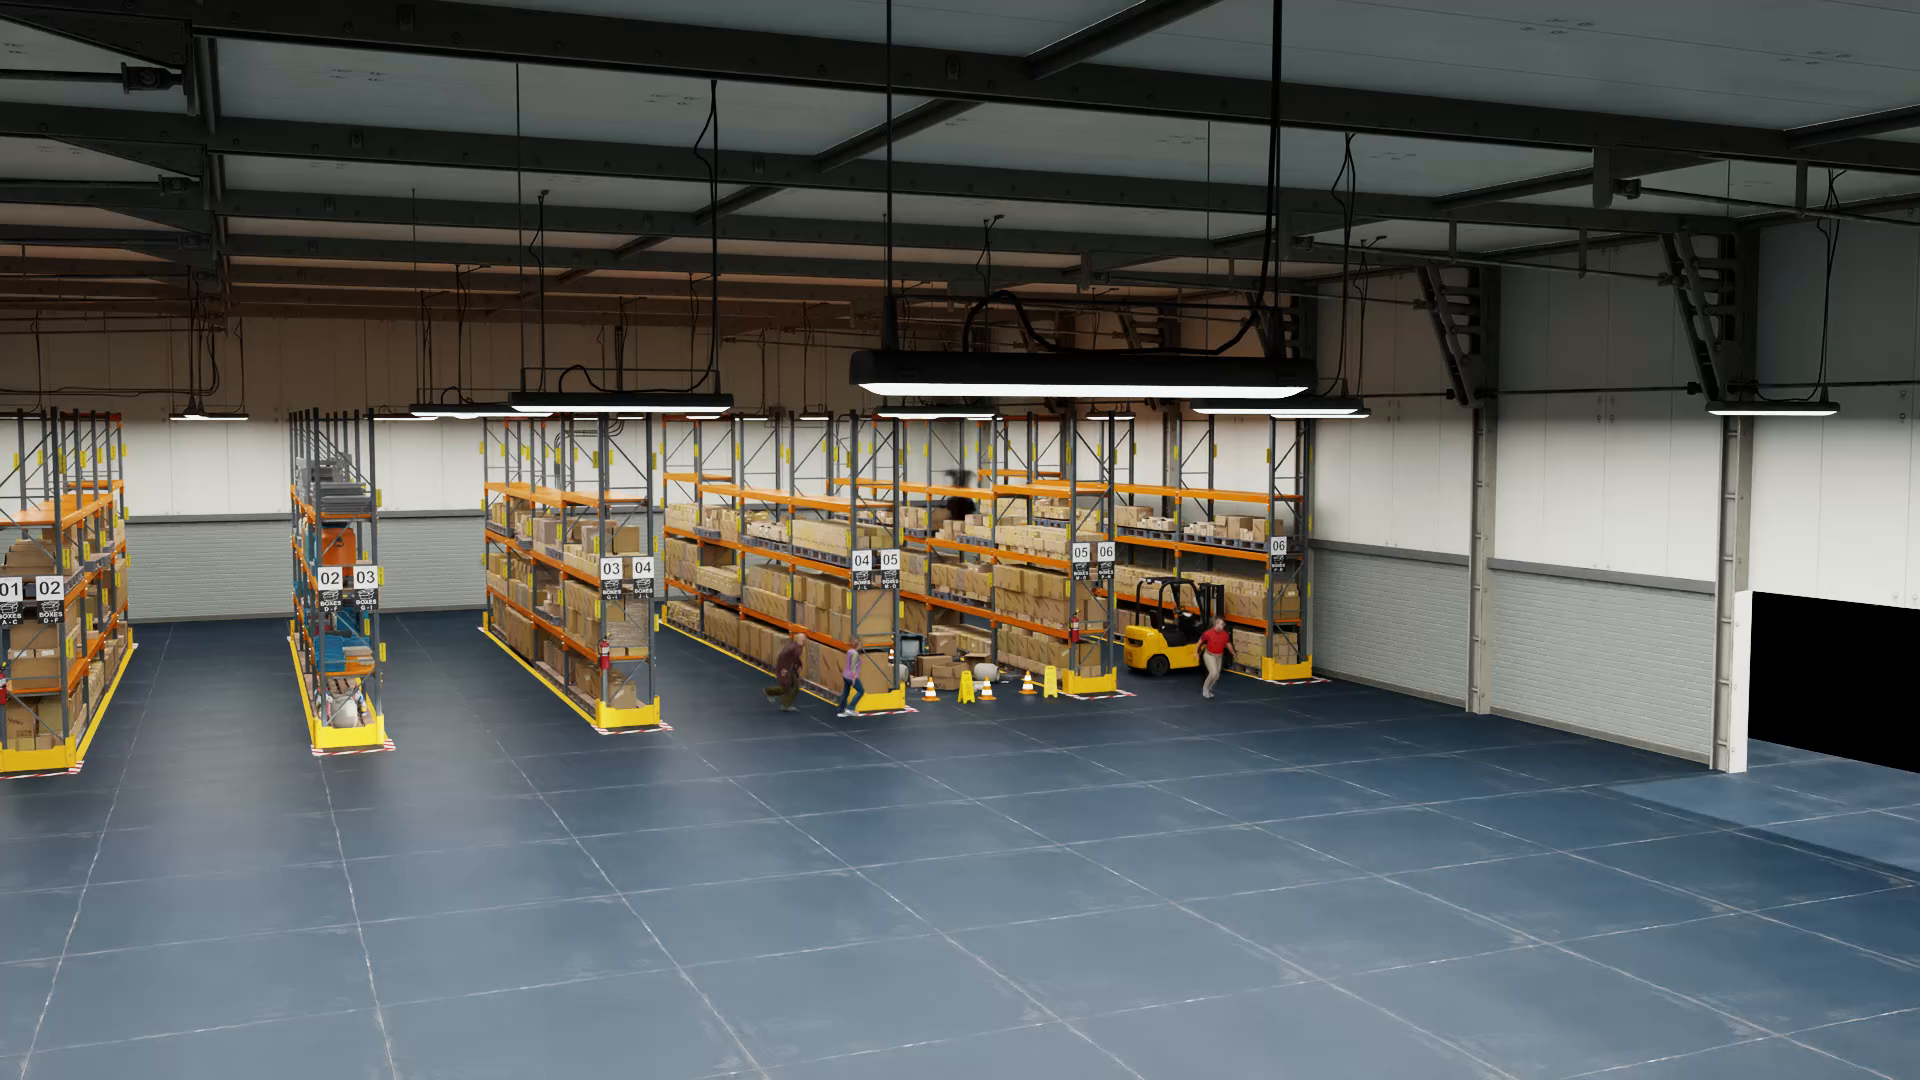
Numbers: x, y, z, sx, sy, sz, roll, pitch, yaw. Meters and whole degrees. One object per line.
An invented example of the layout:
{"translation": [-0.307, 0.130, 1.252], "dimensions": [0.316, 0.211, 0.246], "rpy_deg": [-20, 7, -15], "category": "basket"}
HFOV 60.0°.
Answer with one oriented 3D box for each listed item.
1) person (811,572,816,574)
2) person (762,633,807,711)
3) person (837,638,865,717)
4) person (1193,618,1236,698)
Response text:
{"translation": [-3.889, 1.715, 45.508], "dimensions": [0.681, 1.619, 1.115], "rpy_deg": [-1, 4, -18], "category": "person"}
{"translation": [-3.506, 2.625, 33.151], "dimensions": [1.007, 1.578, 0.724], "rpy_deg": [2, 4, 24], "category": "person"}
{"translation": [-2.105, 2.674, 32.249], "dimensions": [0.480, 1.571, 0.517], "rpy_deg": [-2, 4, -25], "category": "person"}
{"translation": [5.328, 2.453, 34.536], "dimensions": [0.646, 1.675, 0.807], "rpy_deg": [-2, 5, -30], "category": "person"}
